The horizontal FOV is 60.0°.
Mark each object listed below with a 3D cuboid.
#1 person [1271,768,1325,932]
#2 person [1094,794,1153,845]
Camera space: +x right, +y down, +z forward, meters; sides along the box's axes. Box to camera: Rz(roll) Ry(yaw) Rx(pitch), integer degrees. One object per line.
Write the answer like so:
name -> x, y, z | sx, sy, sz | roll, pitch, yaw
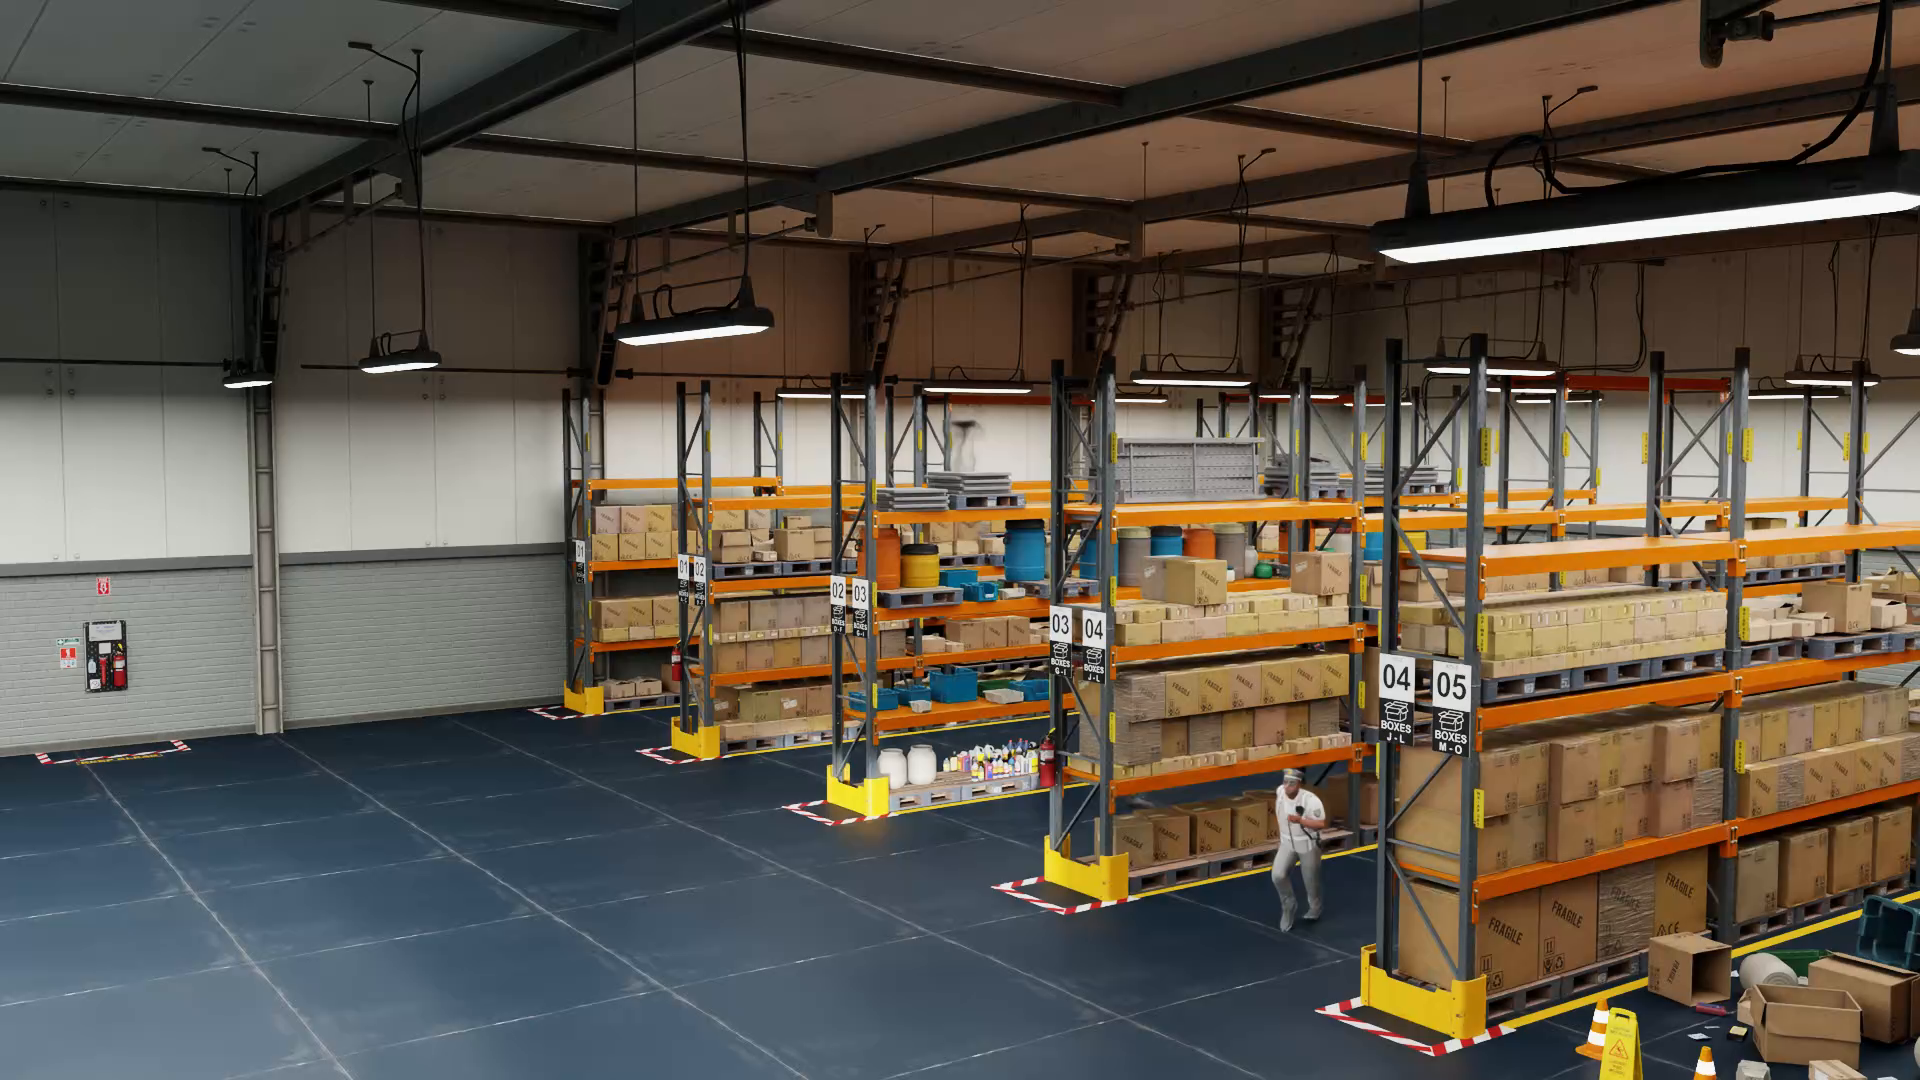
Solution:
person -> 3.531, 3.195, 17.287 | 0.646, 1.749, 0.925 | 2, 4, 33
person -> 2.087, 3.028, 21.123 | 1.001, 1.585, 0.538 | -3, 5, -37
